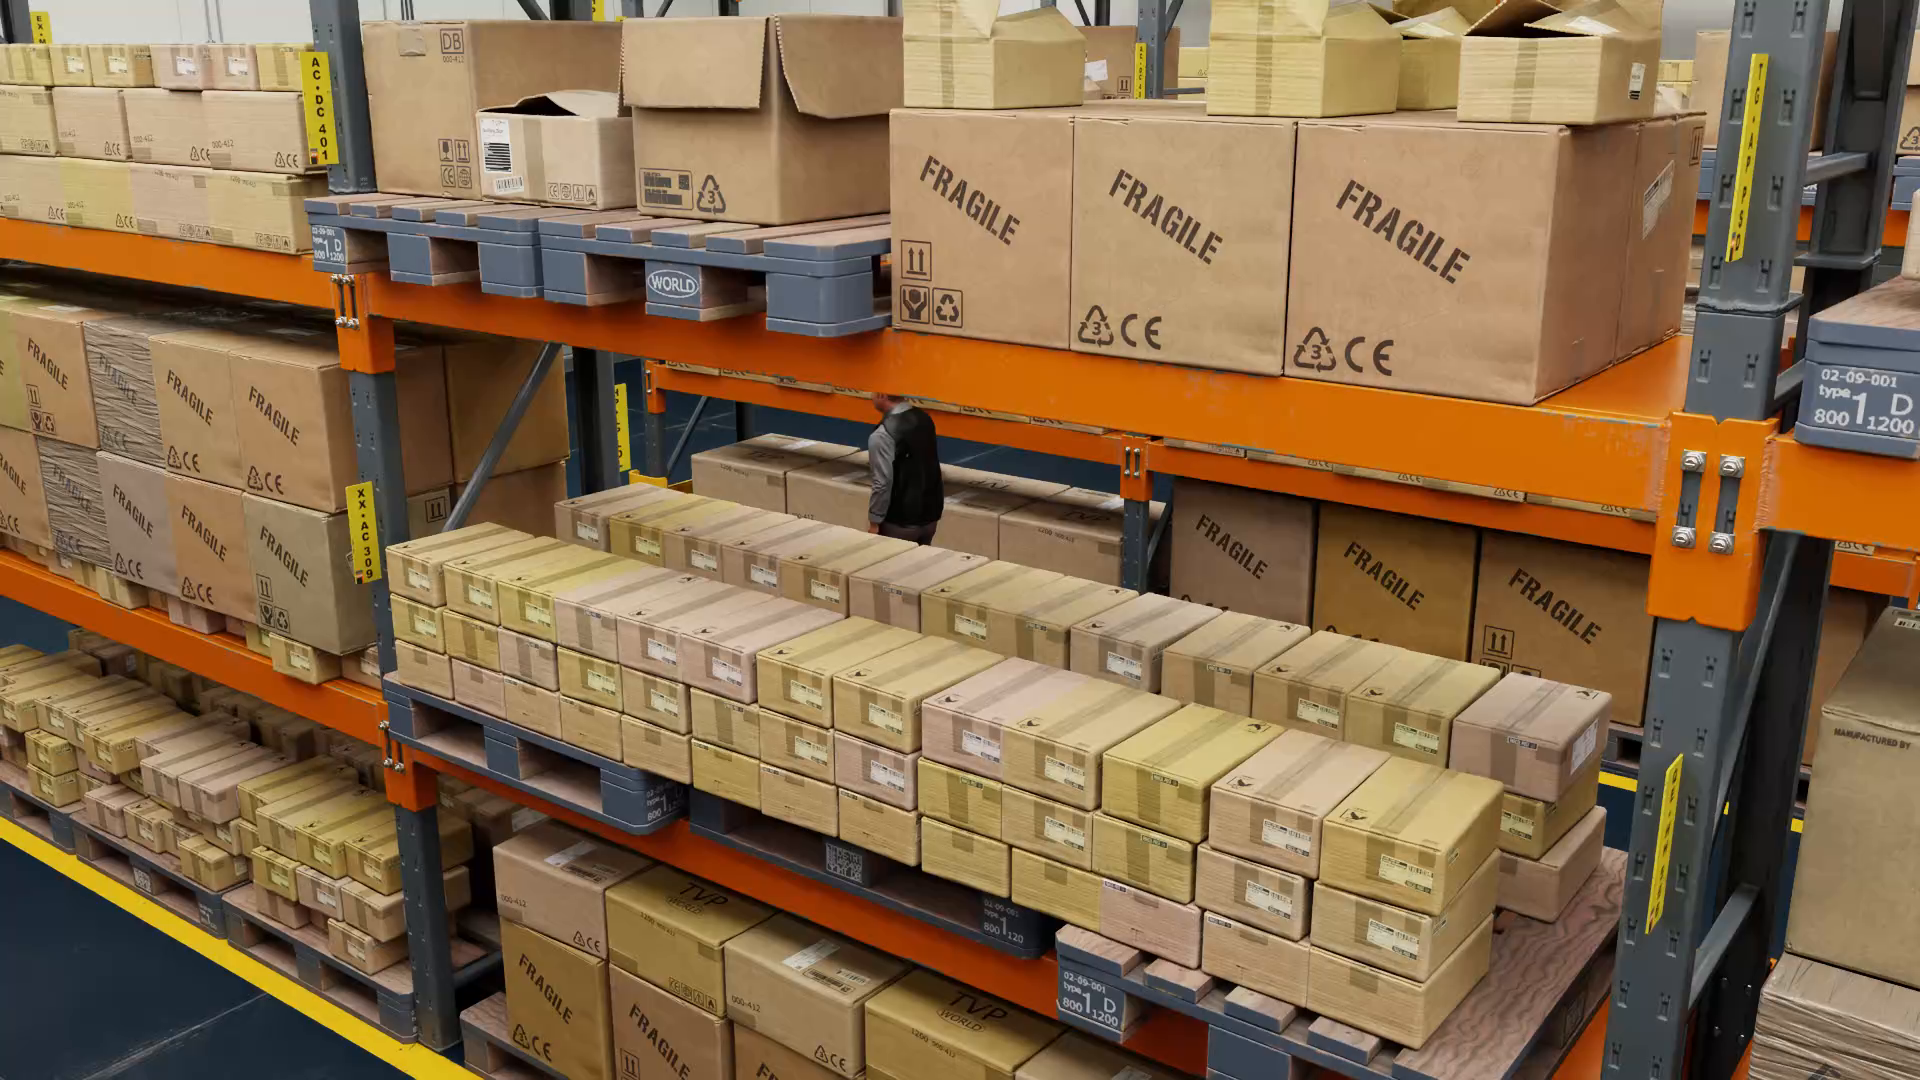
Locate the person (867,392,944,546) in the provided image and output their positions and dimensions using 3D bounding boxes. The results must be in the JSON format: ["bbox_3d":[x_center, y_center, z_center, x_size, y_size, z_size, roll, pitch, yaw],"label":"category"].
[{"bbox_3d":[-0.320,-0.118,9.481,0.418,1.719,0.579,11,20,33],"label":"person"}]
